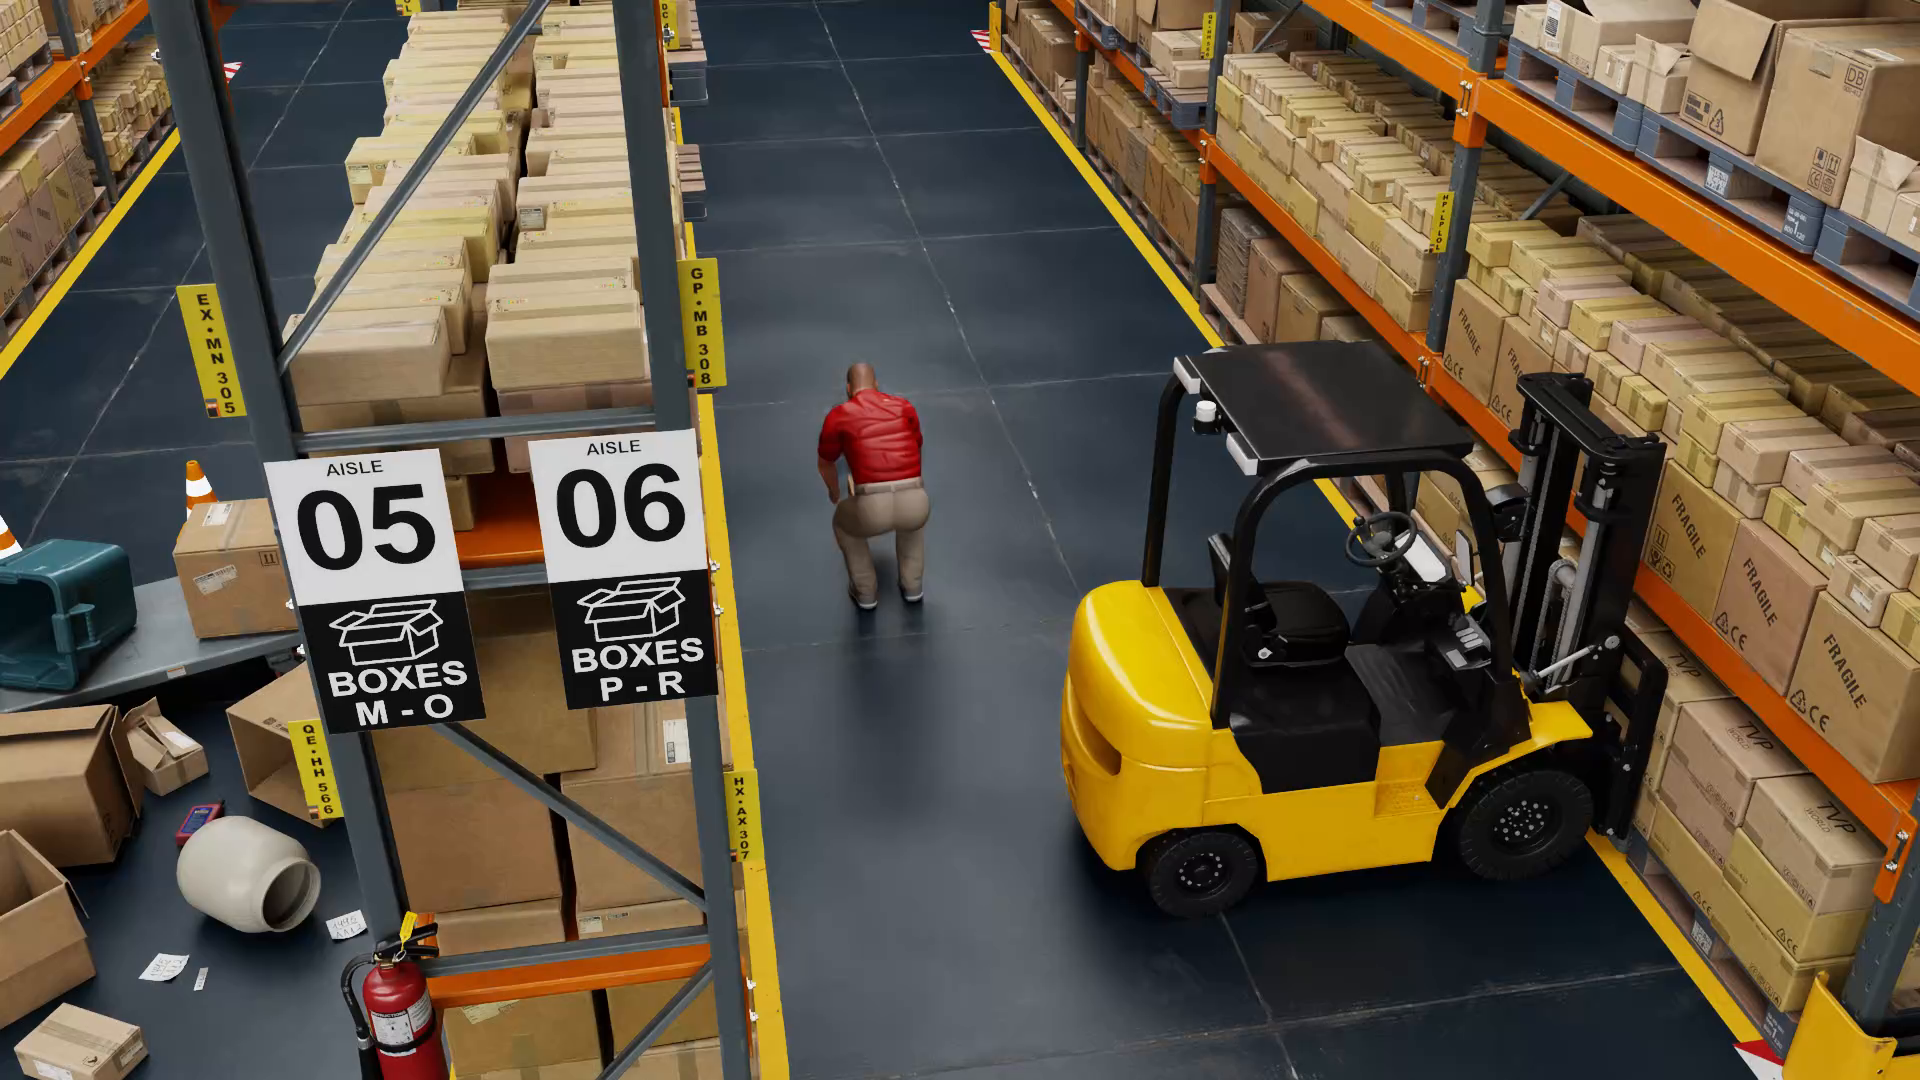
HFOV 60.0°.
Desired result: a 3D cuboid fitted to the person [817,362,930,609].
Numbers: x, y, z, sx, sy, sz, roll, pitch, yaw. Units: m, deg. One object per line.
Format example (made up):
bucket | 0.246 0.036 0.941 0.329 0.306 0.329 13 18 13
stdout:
person | -0.461 -0.265 9.074 0.587 1.258 0.778 -7 31 -11
